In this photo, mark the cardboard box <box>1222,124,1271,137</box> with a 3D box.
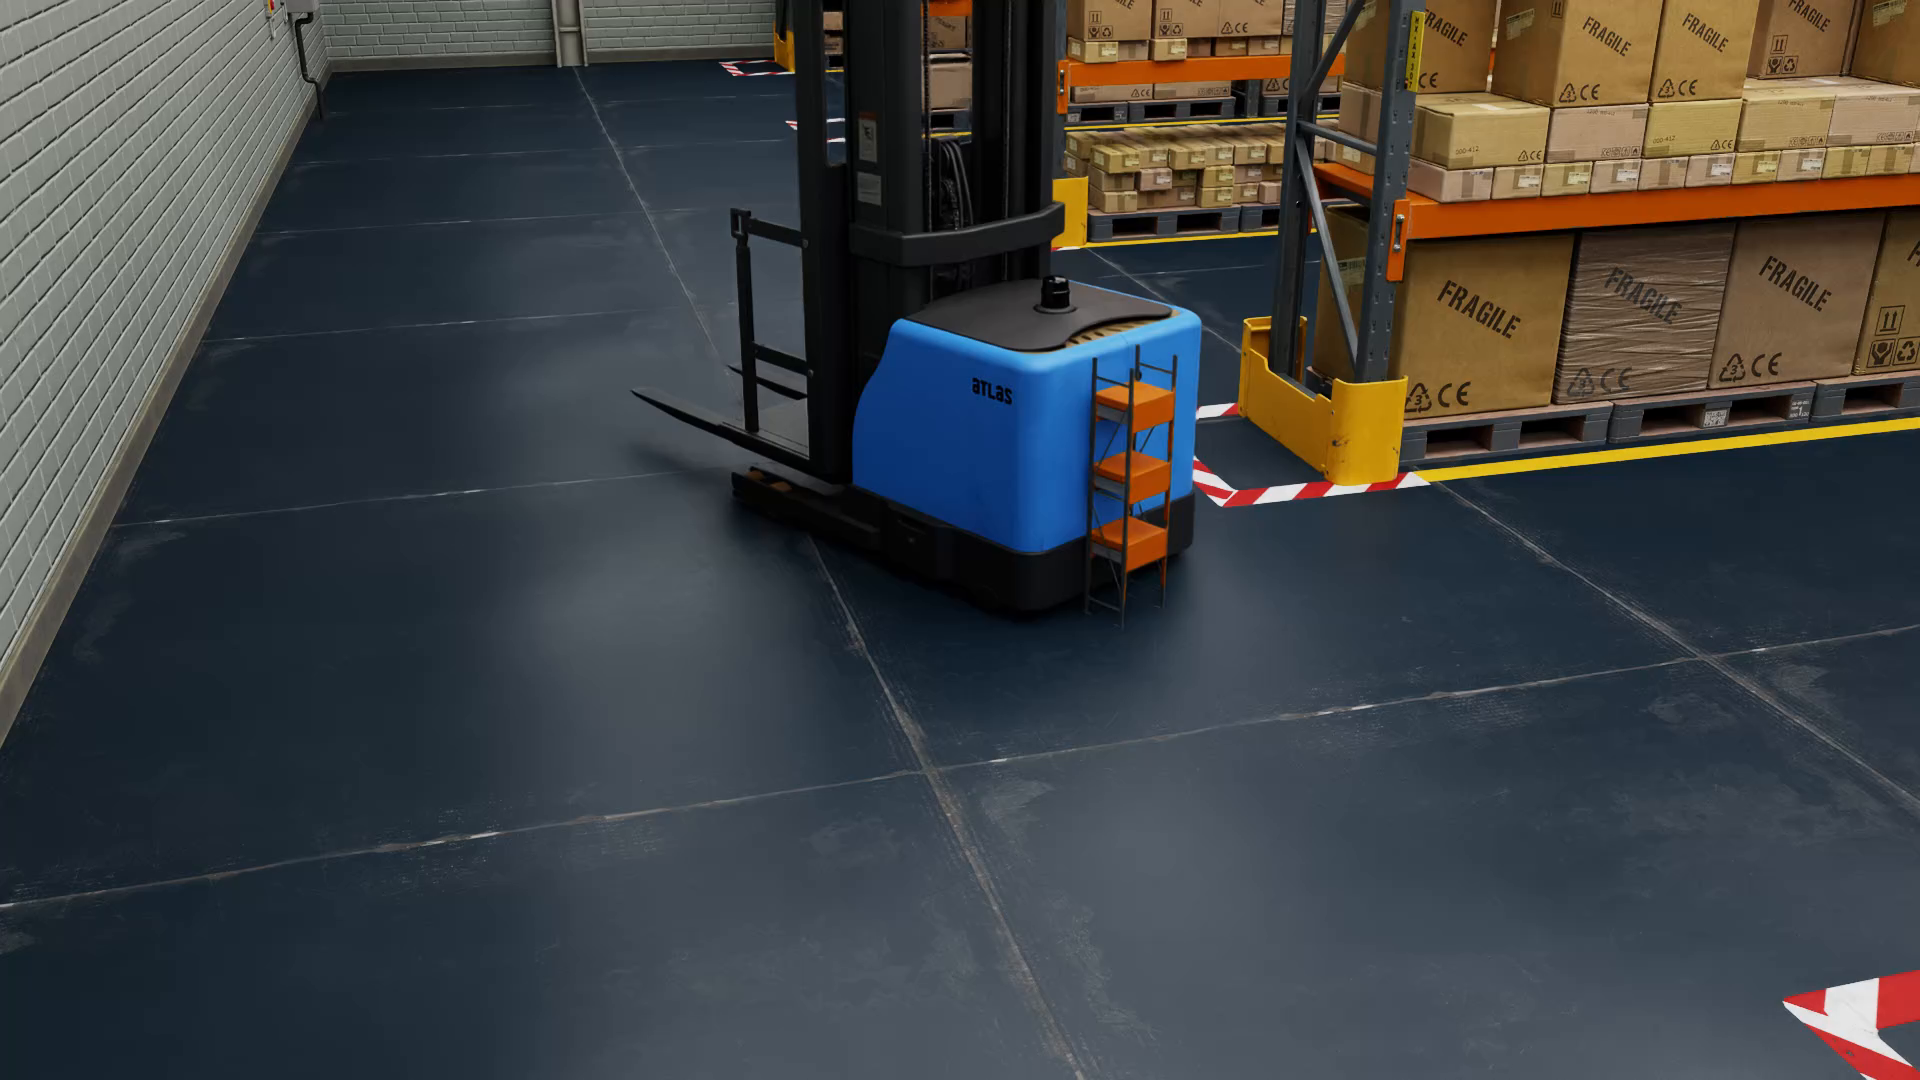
[{"bbox_3d":[2.269,-3.192,13.214,0.250,0.149,0.380,-7,24,-16],"label":"cardboard box"}]

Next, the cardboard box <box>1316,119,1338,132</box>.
[{"bbox_3d":[3.001,-3.302,13.471,0.250,0.149,0.380,-6,24,-13],"label":"cardboard box"}]

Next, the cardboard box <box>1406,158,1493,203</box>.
[{"bbox_3d":[2.235,-1.666,7.648,0.250,0.149,0.380,-6,24,-14],"label":"cardboard box"}]

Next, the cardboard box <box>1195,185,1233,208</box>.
[{"bbox_3d":[1.895,-2.654,12.714,0.250,0.149,0.380,-6,24,-14],"label":"cardboard box"}]

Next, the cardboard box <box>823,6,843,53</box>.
[{"bbox_3d":[-1.603,-6.591,21.439,0.637,0.503,0.797,-7,24,-16],"label":"cardboard box"}]

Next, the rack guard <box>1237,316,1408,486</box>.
[{"bbox_3d":[1.781,-0.718,8.289,0.348,0.500,1.175,-6,24,-14],"label":"rack guard"}]

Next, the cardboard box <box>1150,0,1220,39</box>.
[{"bbox_3d":[1.577,-3.955,12.160,0.500,0.500,0.500,-6,24,-14],"label":"cardboard box"}]

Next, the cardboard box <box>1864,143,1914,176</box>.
[{"bbox_3d":[4.459,-1.913,8.224,0.250,0.149,0.380,-6,24,-13],"label":"cardboard box"}]

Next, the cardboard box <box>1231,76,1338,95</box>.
[{"bbox_3d":[3.553,-5.371,18.125,0.875,0.875,0.875,-6,24,-13],"label":"cardboard box"}]

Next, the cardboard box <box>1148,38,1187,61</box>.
[{"bbox_3d":[1.469,-3.609,12.175,0.250,0.149,0.380,-7,24,-16],"label":"cardboard box"}]

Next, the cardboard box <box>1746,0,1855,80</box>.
[{"bbox_3d":[4.149,-2.647,8.477,0.500,0.500,0.500,-7,24,-16],"label":"cardboard box"}]

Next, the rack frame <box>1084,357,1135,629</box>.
[{"bbox_3d":[0.562,-0.167,6.306,0.008,1.050,0.200,-21,31,-39],"label":"rack frame"}]

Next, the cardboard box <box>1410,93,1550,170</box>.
[{"bbox_3d":[2.339,-1.886,7.654,0.500,0.250,0.500,-7,24,-16],"label":"cardboard box"}]

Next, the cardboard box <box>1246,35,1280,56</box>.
[{"bbox_3d":[2.195,-3.724,12.443,0.250,0.149,0.380,-7,24,-15],"label":"cardboard box"}]

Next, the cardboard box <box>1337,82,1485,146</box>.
[{"bbox_3d":[2.199,-2.089,8.129,0.500,0.250,0.500,-7,24,-15],"label":"cardboard box"}]

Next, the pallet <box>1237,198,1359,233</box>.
[{"bbox_3d":[2.599,-2.691,13.255,1.213,0.211,1.003,-6,24,-14],"label":"pallet"}]

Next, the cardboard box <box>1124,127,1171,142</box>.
[{"bbox_3d":[1.475,-3.153,13.122,0.250,0.149,0.380,-7,24,-16],"label":"cardboard box"}]

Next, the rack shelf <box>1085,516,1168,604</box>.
[{"bbox_3d":[0.650,0.065,6.498,0.240,0.259,0.215,-21,31,-39],"label":"rack shelf"}]

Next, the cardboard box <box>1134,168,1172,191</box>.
[{"bbox_3d":[1.414,-2.749,12.558,0.250,0.149,0.380,-6,24,-15],"label":"cardboard box"}]

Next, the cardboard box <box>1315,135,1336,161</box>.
[{"bbox_3d":[2.904,-3.042,12.864,0.250,0.149,0.380,-7,24,-16],"label":"cardboard box"}]

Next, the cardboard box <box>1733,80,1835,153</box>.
[{"bbox_3d":[3.823,-2.053,8.044,0.500,0.250,0.500,-7,24,-15],"label":"cardboard box"}]

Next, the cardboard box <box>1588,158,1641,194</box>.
[{"bbox_3d":[2.978,-1.750,7.843,0.250,0.149,0.380,-7,24,-15],"label":"cardboard box"}]

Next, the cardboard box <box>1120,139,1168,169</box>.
[{"bbox_3d":[1.390,-2.921,12.583,0.250,0.149,0.380,-6,24,-13],"label":"cardboard box"}]

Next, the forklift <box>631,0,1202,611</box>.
[{"bbox_3d":[-0.393,-1.565,7.179,1.130,2.935,3.031,-21,31,-39],"label":"forklift"}]

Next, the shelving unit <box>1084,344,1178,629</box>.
[{"bbox_3d":[0.651,-0.200,6.384,0.252,1.050,0.215,-21,31,-39],"label":"shelving unit"}]

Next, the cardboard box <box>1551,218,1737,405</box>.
[{"bbox_3d":[3.274,-1.281,8.594,0.875,0.875,0.875,-6,24,-14],"label":"cardboard box"}]

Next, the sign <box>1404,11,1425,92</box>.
[{"bbox_3d":[1.948,-2.092,7.124,0.005,0.325,0.100,-6,24,-14],"label":"sign"}]

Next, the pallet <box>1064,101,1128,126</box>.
[{"bbox_3d":[1.048,-4.594,17.688,1.213,0.211,1.003,-6,24,-14],"label":"pallet"}]

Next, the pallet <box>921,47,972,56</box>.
[{"bbox_3d":[-0.205,-6.456,22.029,1.213,0.211,1.003,-6,24,-14],"label":"pallet"}]

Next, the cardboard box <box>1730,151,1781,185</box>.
[{"bbox_3d":[3.715,-1.831,8.031,0.250,0.149,0.380,-7,24,-16],"label":"cardboard box"}]

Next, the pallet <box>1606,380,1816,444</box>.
[{"bbox_3d":[3.725,-0.831,8.920,1.213,0.211,1.003,-6,24,-14],"label":"pallet"}]

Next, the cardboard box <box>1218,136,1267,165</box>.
[{"bbox_3d":[2.154,-2.983,12.727,0.250,0.149,0.380,-5,24,-12],"label":"cardboard box"}]

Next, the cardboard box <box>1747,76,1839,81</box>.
[{"bbox_3d":[4.154,-2.304,8.629,0.500,0.250,0.500,-6,24,-13],"label":"cardboard box"}]

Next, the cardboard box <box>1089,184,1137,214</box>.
[{"bbox_3d":[1.152,-2.580,12.542,0.250,0.149,0.380,-6,24,-13],"label":"cardboard box"}]

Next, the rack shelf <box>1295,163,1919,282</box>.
[{"bbox_3d":[3.729,-1.752,8.441,4.000,0.370,1.077,-6,24,-14],"label":"rack shelf"}]

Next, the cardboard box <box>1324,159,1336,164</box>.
[{"bbox_3d":[2.913,-2.941,13.005,0.250,0.149,0.380,-7,24,-17],"label":"cardboard box"}]

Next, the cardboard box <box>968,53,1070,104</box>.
[{"bbox_3d":[0.614,-4.856,17.480,0.875,0.438,0.875,-6,24,-13],"label":"cardboard box"}]

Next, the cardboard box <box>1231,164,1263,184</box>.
[{"bbox_3d":[2.132,-2.859,12.815,0.250,0.149,0.380,-7,24,-17],"label":"cardboard box"}]

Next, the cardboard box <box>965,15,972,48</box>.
[{"bbox_3d":[0.230,-6.776,21.876,0.500,0.500,0.700,-7,24,-16],"label":"cardboard box"}]

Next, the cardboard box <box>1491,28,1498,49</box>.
[{"bbox_3d":[3.982,-3.886,12.820,0.250,0.149,0.380,-7,24,-16],"label":"cardboard box"}]

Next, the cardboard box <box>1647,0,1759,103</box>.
[{"bbox_3d":[3.317,-2.341,7.764,0.500,0.500,0.500,-7,24,-16],"label":"cardboard box"}]

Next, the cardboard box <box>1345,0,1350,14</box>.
[{"bbox_3d":[3.044,-4.106,12.511,0.500,0.500,0.500,-6,24,-15],"label":"cardboard box"}]

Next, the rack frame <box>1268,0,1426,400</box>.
[{"bbox_3d":[1.804,-1.869,7.803,0.127,3.000,1.000,-6,24,-14],"label":"rack frame"}]
